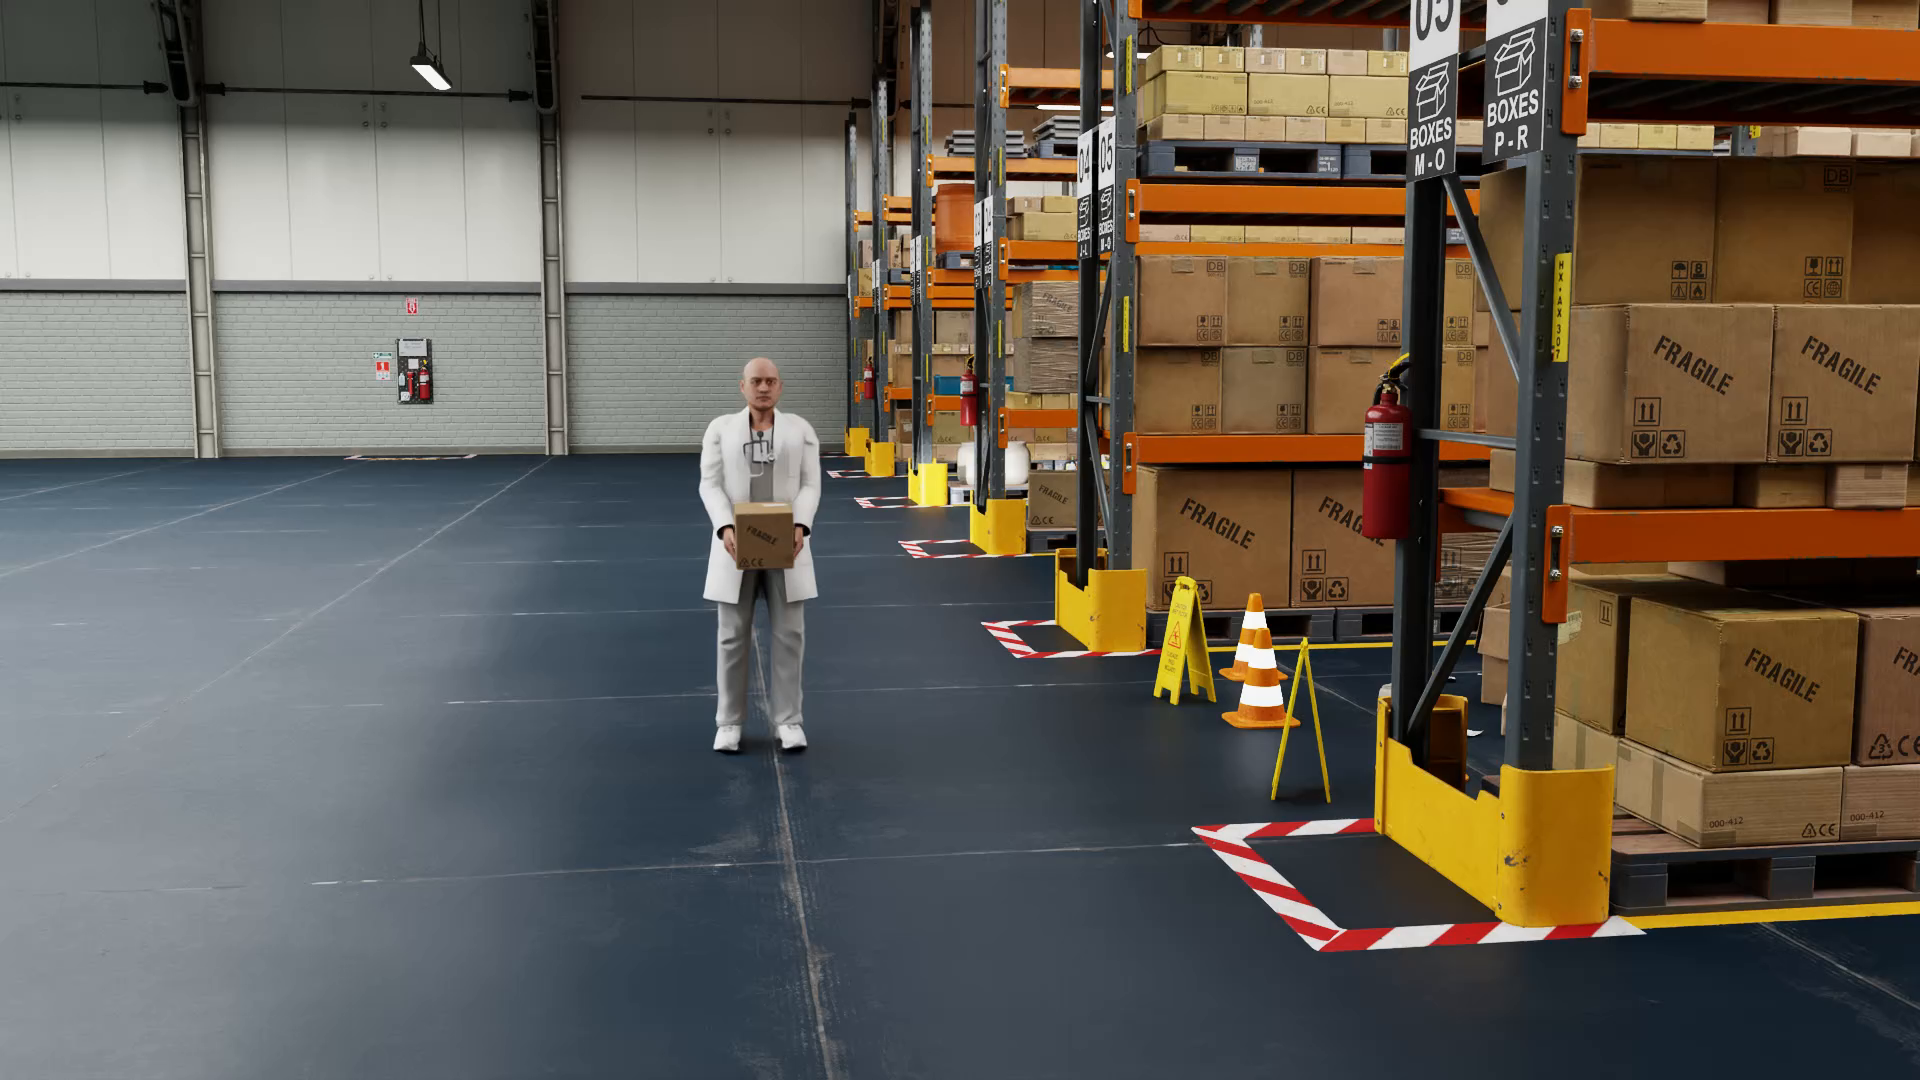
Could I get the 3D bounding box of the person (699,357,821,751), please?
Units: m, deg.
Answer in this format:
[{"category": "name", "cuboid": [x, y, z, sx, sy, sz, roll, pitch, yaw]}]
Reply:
[{"category": "person", "cuboid": [-0.896, 0.066, 7.541, 0.559, 1.782, 0.517, -1, 6, -9]}]
